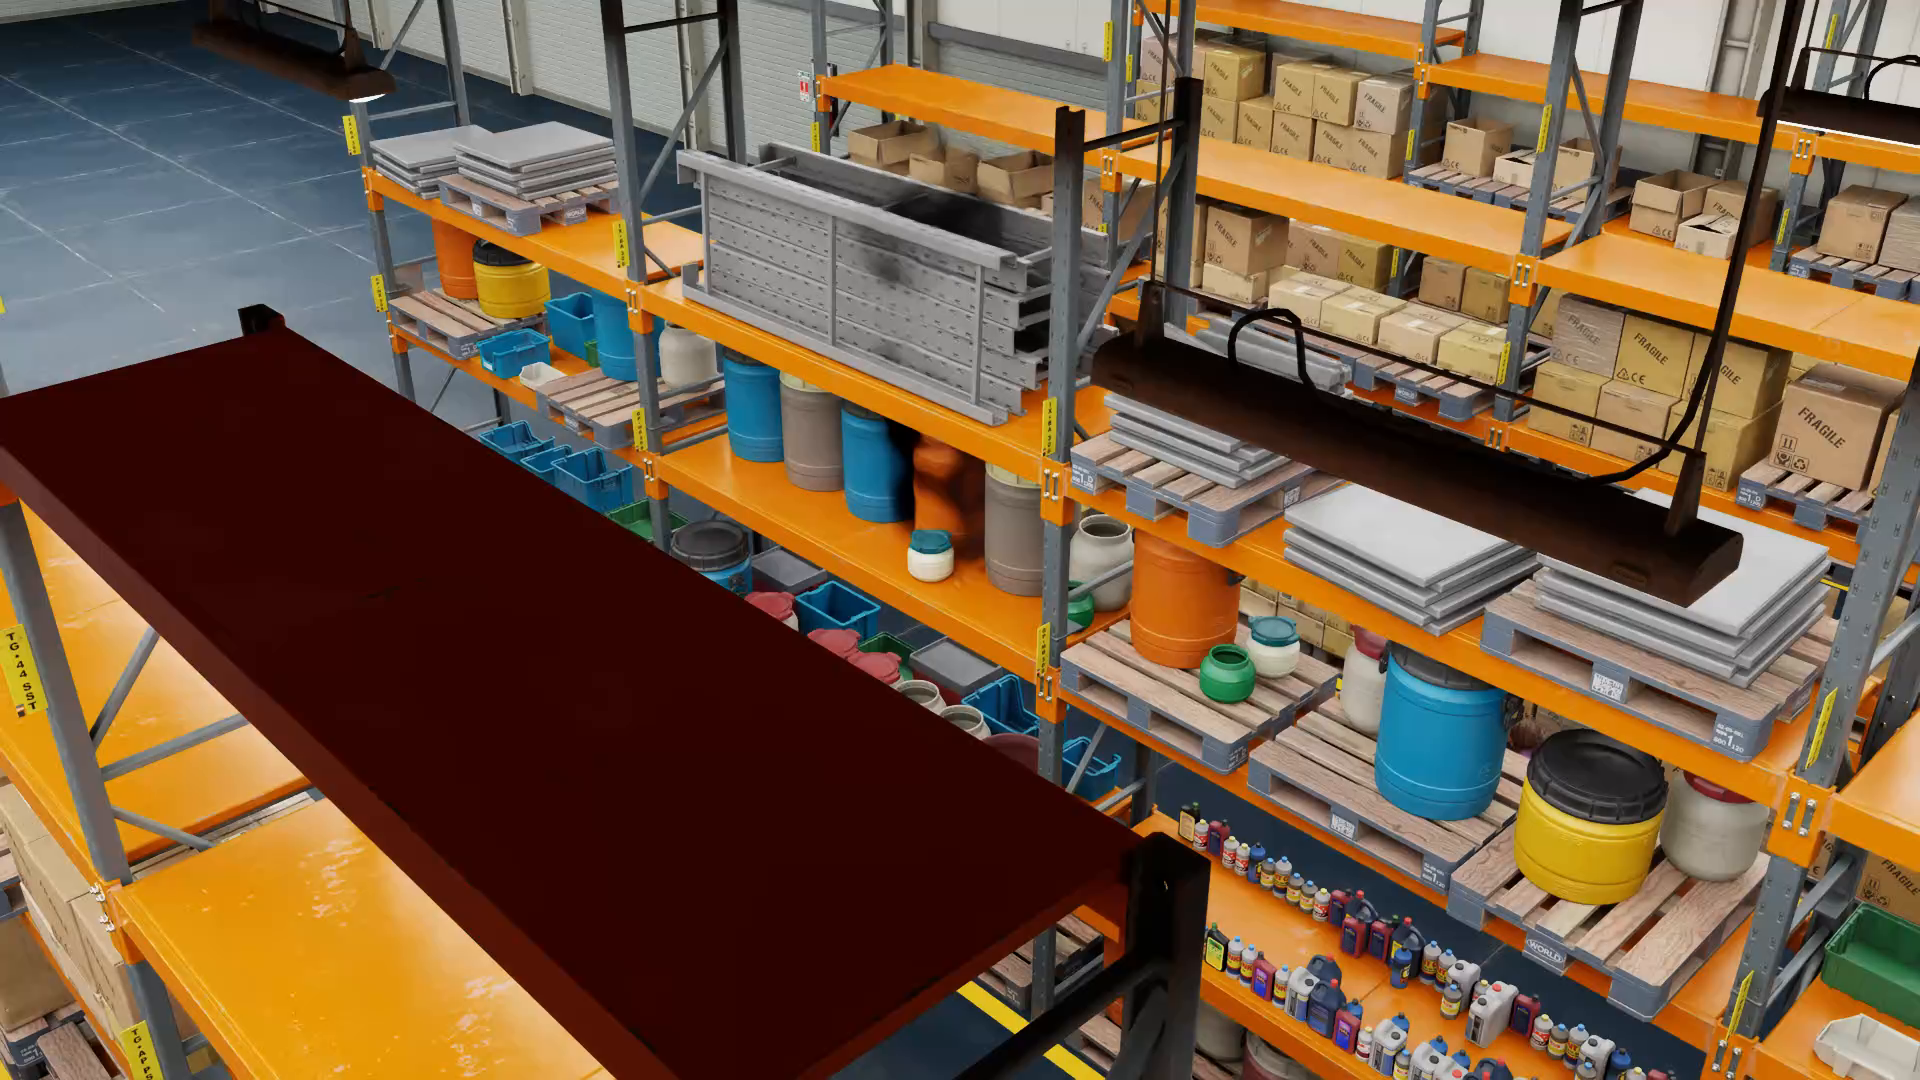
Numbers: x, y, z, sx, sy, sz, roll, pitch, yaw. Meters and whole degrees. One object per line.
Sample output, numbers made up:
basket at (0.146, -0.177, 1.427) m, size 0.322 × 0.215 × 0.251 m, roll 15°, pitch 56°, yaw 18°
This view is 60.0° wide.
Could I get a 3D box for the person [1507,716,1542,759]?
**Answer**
person at (3.700, 1.829, 11.226) m, size 0.485 × 1.519 × 0.549 m, roll 16°, pitch 32°, yaw 27°
